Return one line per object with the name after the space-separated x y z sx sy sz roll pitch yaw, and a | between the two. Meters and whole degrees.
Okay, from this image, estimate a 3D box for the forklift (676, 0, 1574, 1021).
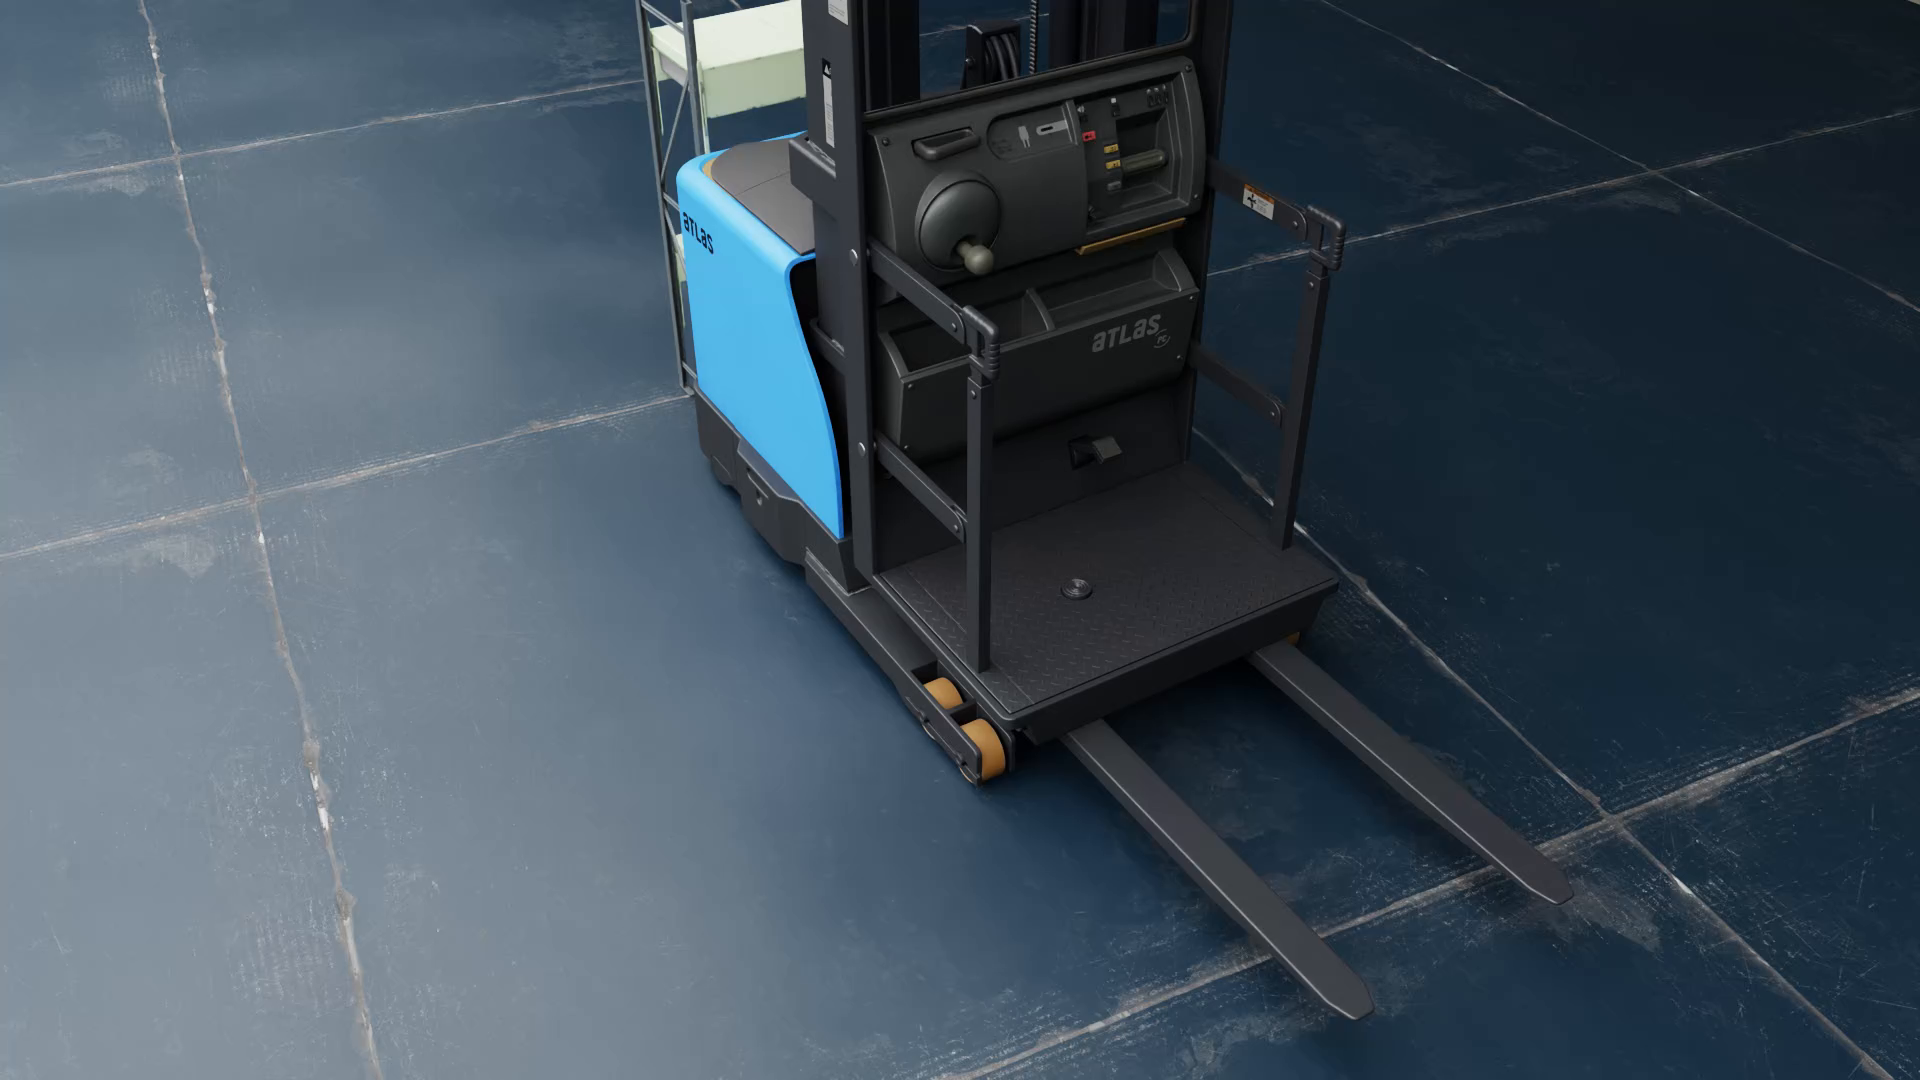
0.329 -0.857 3.945 1.130 2.935 3.031 -20 41 -25 | forklift

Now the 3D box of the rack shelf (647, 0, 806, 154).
-0.585 -1.489 5.343 0.720 0.370 0.431 -20 41 -25 | rack shelf

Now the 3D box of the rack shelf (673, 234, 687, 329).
-0.585 -0.913 5.770 0.720 0.370 0.431 -20 41 -25 | rack shelf

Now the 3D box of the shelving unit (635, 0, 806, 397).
-0.585 -1.175 5.576 0.755 1.500 0.431 -20 41 -25 | shelving unit

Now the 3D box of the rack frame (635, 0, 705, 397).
-0.895 -1.060 5.420 0.023 1.500 0.400 -20 41 -25 | rack frame
